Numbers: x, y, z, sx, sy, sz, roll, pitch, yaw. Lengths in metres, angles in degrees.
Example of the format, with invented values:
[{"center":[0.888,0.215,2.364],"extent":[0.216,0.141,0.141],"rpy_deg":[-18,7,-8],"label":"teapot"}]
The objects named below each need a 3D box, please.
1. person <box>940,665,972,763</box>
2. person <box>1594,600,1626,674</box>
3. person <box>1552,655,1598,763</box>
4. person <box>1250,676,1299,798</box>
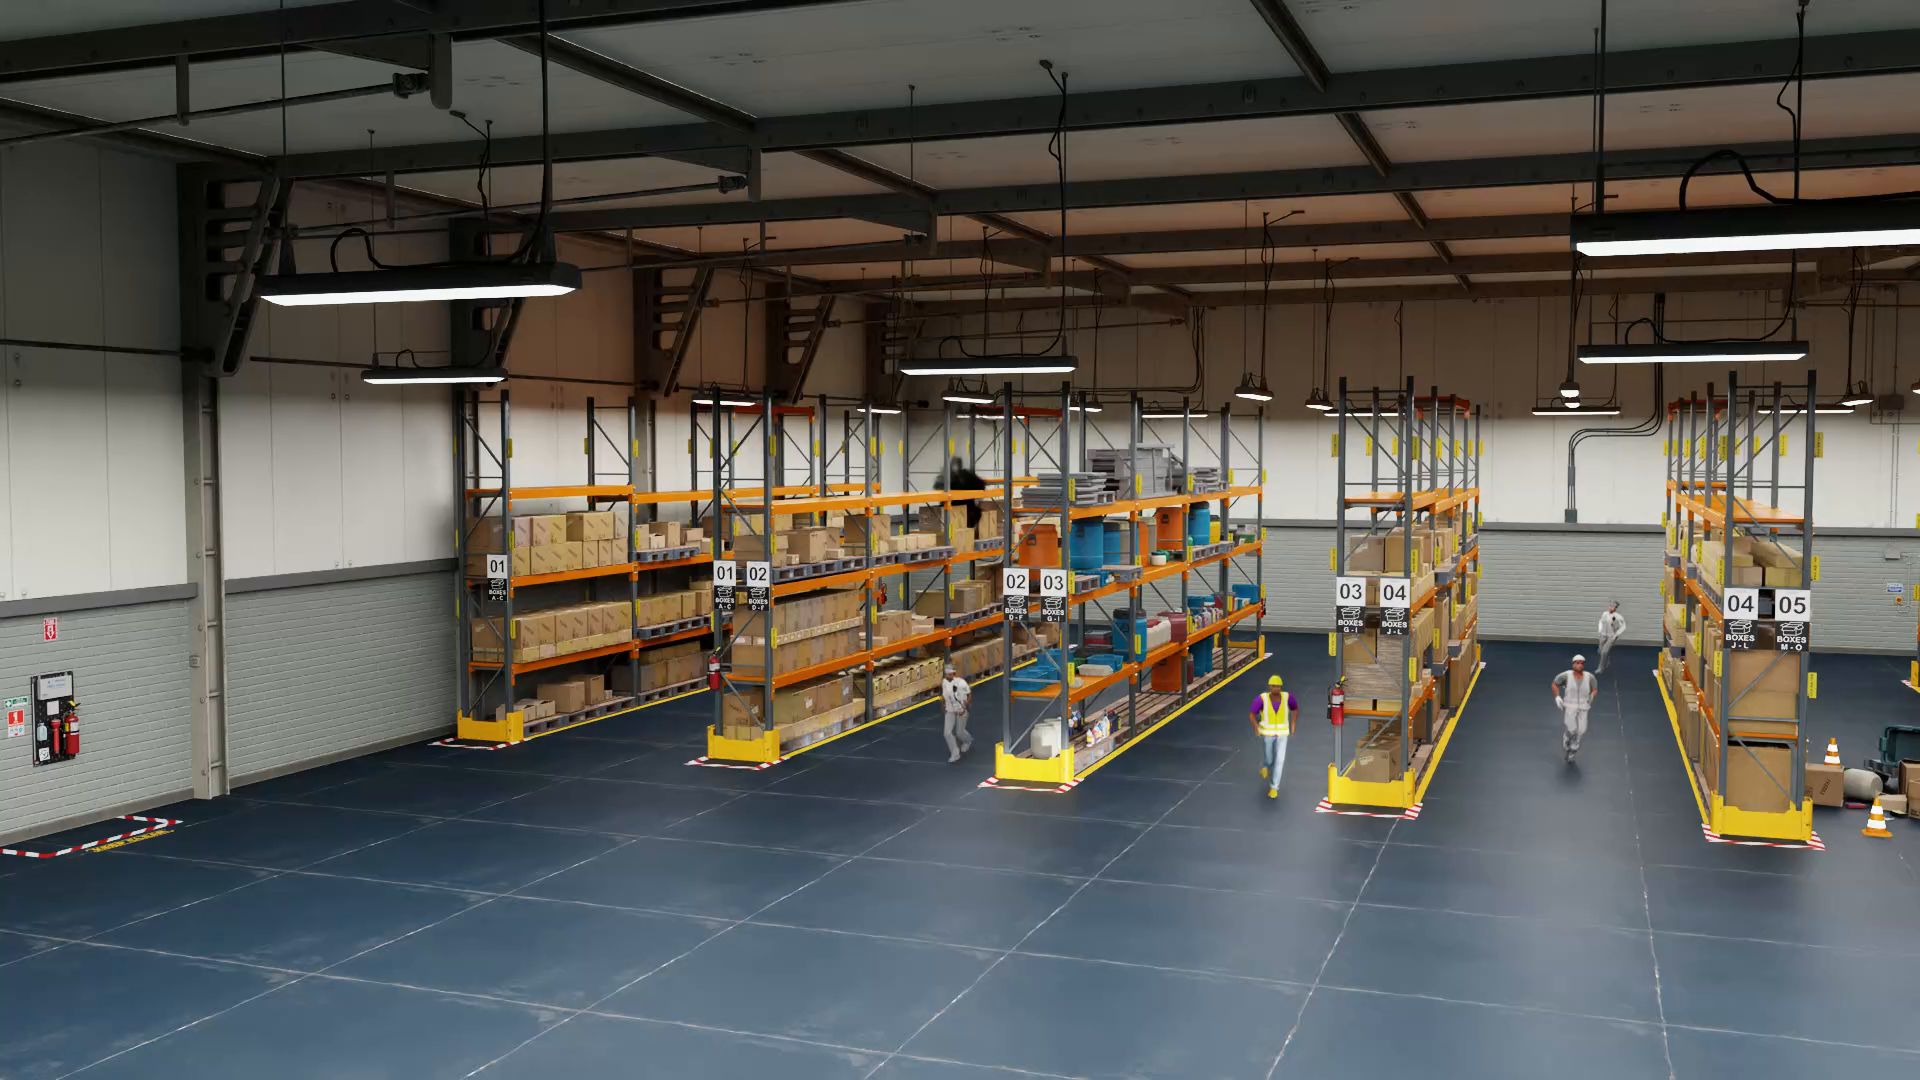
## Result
[{"center":[-0.014,2.765,26.695],"extent":[0.554,1.617,0.854],"rpy_deg":[2,4,28],"label":"person"},{"center":[14.508,2.153,37.018],"extent":[0.638,1.656,0.640],"rpy_deg":[-3,4,-43],"label":"person"},{"center":[9.732,2.676,26.240],"extent":[0.657,1.736,0.622],"rpy_deg":[0,3,6],"label":"person"},{"center":[4.570,2.819,24.165],"extent":[0.717,1.734,0.927],"rpy_deg":[0,3,2],"label":"person"}]
